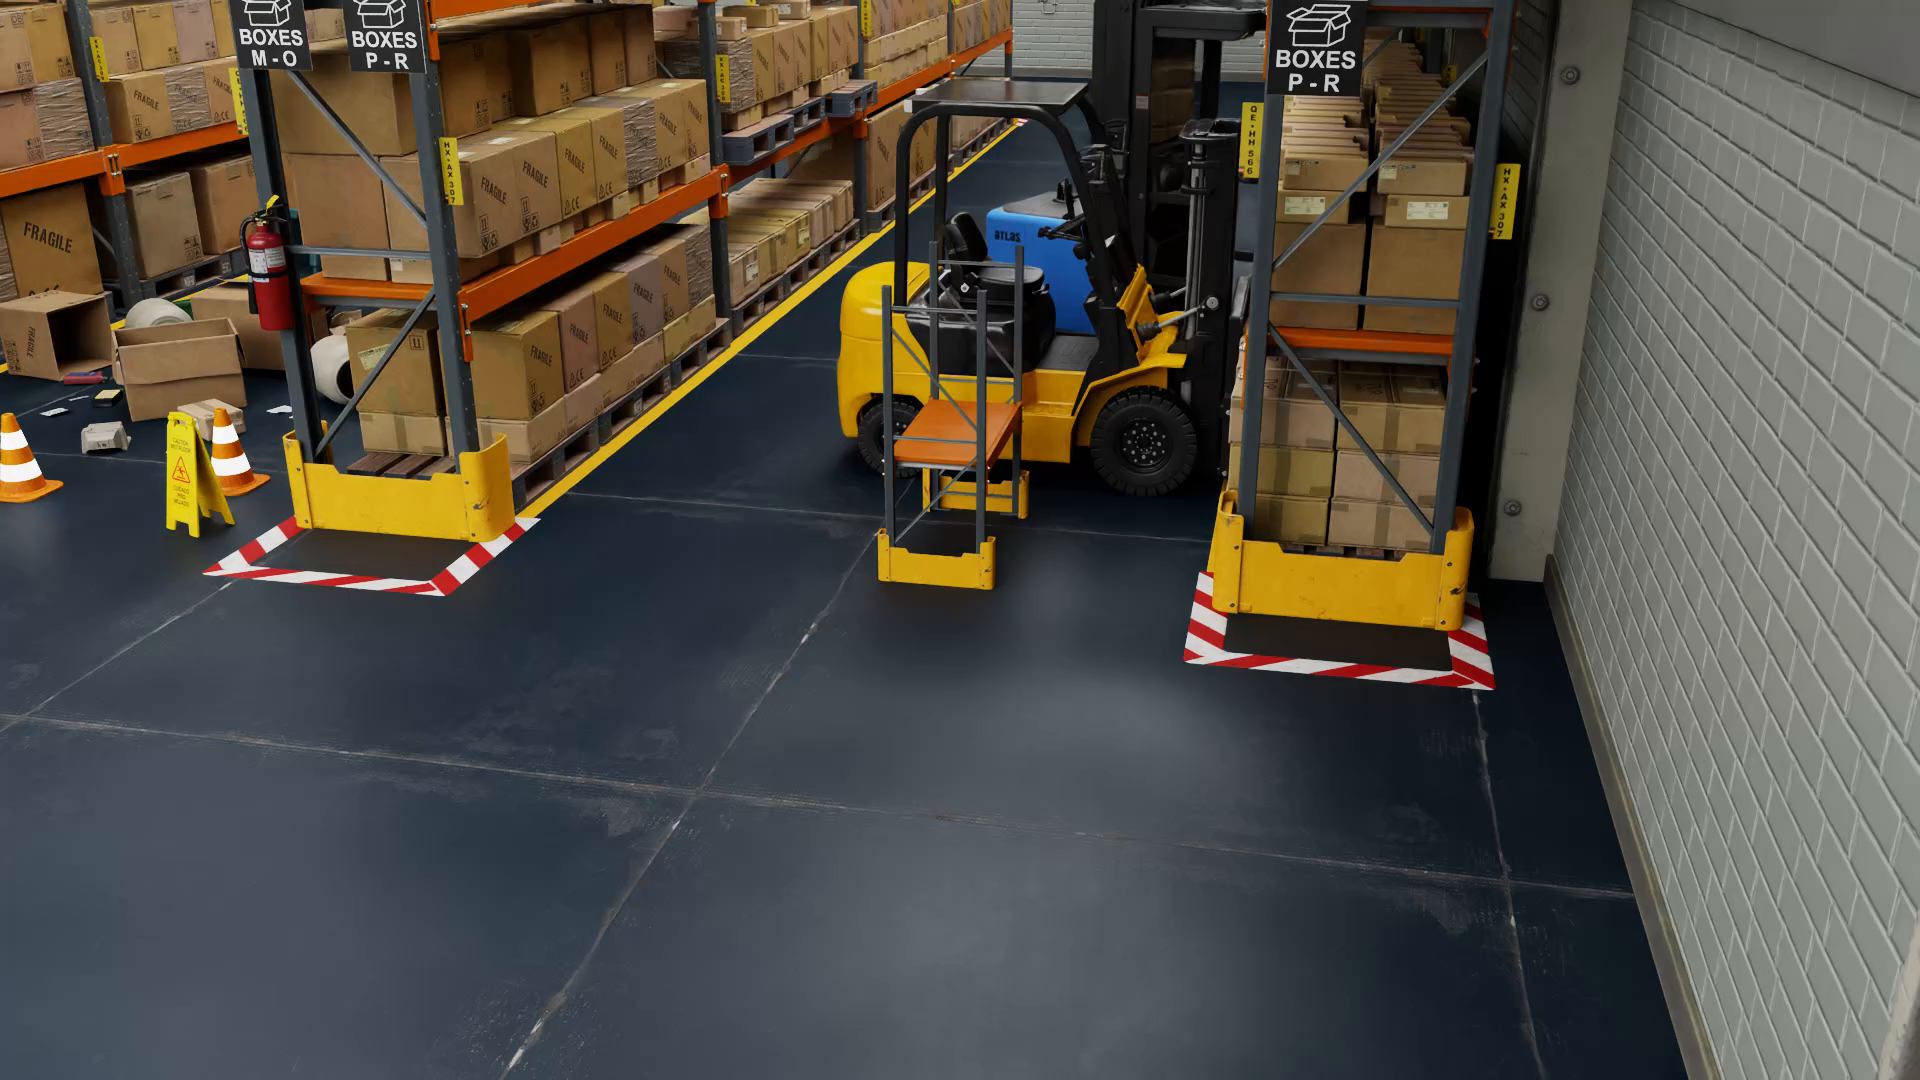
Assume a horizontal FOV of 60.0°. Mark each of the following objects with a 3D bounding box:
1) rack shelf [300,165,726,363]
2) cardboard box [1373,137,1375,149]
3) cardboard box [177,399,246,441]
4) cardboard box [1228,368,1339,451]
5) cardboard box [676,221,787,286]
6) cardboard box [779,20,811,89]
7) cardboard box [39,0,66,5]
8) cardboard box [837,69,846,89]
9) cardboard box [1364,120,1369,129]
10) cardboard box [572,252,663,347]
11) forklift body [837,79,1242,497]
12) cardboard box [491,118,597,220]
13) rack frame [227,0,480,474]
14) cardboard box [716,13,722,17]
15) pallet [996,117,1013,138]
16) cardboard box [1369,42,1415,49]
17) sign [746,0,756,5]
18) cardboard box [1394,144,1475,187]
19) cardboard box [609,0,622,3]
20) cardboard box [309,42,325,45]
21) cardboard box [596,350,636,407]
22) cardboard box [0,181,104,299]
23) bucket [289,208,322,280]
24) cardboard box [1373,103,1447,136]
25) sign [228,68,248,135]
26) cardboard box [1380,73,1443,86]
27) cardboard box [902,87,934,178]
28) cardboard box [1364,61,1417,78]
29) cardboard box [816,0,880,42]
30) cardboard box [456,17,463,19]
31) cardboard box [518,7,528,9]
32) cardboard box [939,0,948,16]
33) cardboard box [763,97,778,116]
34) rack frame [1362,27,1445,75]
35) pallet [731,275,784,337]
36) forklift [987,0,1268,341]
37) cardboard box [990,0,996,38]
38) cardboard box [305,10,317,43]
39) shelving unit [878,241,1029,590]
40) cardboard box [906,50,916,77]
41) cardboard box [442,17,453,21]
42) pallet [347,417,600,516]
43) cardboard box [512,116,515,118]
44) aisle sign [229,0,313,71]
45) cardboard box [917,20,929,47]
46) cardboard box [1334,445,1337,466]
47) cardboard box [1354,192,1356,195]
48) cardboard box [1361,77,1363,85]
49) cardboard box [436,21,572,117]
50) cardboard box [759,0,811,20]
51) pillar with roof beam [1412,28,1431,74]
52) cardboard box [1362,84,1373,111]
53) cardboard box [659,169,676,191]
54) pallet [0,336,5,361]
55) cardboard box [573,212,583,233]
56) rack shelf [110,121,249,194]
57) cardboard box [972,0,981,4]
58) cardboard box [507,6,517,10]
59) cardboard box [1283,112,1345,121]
[{"bbox_3d":[-2.630,-1.851,10.398,1.077,0.370,4.000,4,22,11],"label":"rack shelf"},{"bbox_3d":[2.565,-2.277,9.490,0.380,0.149,0.250,4,22,10],"label":"cardboard box"},{"bbox_3d":[-4.749,-0.764,10.552,0.380,0.149,0.250,18,28,38],"label":"cardboard box"},{"bbox_3d":[1.610,-0.652,8.237,0.500,0.250,0.500,5,23,13],"label":"cardboard box"},{"bbox_3d":[-1.974,-2.347,13.622,0.950,0.372,0.625,6,23,14],"label":"cardboard box"},{"bbox_3d":[-1.535,-3.997,13.668,0.500,0.500,0.500,4,22,9],"label":"cardboard box"},{"bbox_3d":[-10.676,-6.396,19.244,0.797,0.503,0.637,5,23,13],"label":"cardboard box"},{"bbox_3d":[-1.234,-4.121,14.844,0.380,0.149,0.250,4,22,10],"label":"cardboard box"},{"bbox_3d":[2.811,-2.401,10.666,0.500,0.500,0.500,4,22,11],"label":"cardboard box"},{"bbox_3d":[-2.285,-1.574,10.861,0.500,0.500,0.500,6,23,14],"label":"cardboard box"},{"bbox_3d":[0.423,-1.515,9.737,2.313,2.155,1.214,4,22,11],"label":"forklift body"},{"bbox_3d":[-2.465,-2.166,9.685,0.500,0.500,0.500,4,22,10],"label":"cardboard box"},{"bbox_3d":[-3.038,-1.454,8.447,1.000,3.000,0.127,4,22,11],"label":"rack frame"},{"bbox_3d":[-1.926,-4.226,14.237,0.500,0.500,0.500,5,22,12],"label":"cardboard box"},{"bbox_3d":[0.140,-5.713,22.757,1.003,0.211,1.213,4,22,11],"label":"pallet"},{"bbox_3d":[3.642,-4.111,14.044,0.380,0.149,0.250,5,22,12],"label":"cardboard box"},{"bbox_3d":[-1.950,-4.957,15.598,0.100,0.325,0.005,4,22,11],"label":"sign"},{"bbox_3d":[2.215,-1.761,7.810,0.380,0.149,0.250,5,23,13],"label":"cardboard box"},{"bbox_3d":[-4.796,-7.090,21.911,0.500,0.500,0.500,6,23,14],"label":"cardboard box"},{"bbox_3d":[-6.205,-4.399,15.626,0.500,0.500,0.500,4,22,11],"label":"cardboard box"},{"bbox_3d":[-2.392,-1.033,10.523,0.500,0.250,0.500,6,23,15],"label":"cardboard box"},{"bbox_3d":[-7.285,-2.241,12.686,0.875,0.875,0.875,5,22,12],"label":"cardboard box"},{"bbox_3d":[-4.859,-2.218,12.693,0.726,0.611,0.620,13,15,29],"label":"bucket"},{"bbox_3d":[2.493,-2.329,9.220,0.380,0.149,0.250,5,22,12],"label":"cardboard box"},{"bbox_3d":[-3.578,-2.187,8.295,0.100,0.325,0.005,4,22,11],"label":"sign"},{"bbox_3d":[2.869,-2.885,10.601,0.380,0.149,0.250,5,22,11],"label":"cardboard box"},{"bbox_3d":[-0.815,-4.488,18.263,0.875,0.875,0.875,5,22,12],"label":"cardboard box"},{"bbox_3d":[3.276,-3.553,12.658,0.380,0.149,0.250,5,22,11],"label":"cardboard box"},{"bbox_3d":[-1.066,-5.051,15.908,0.500,0.500,0.500,4,22,9],"label":"cardboard box"},{"bbox_3d":[-5.665,-5.667,18.287,0.380,0.149,0.250,5,23,13],"label":"cardboard box"},{"bbox_3d":[-5.344,-6.238,19.704,0.380,0.149,0.250,5,23,13],"label":"cardboard box"},{"bbox_3d":[-0.435,-6.170,18.686,0.500,0.500,0.500,5,23,13],"label":"cardboard box"},{"bbox_3d":[-1.664,-3.464,13.213,0.380,0.149,0.250,5,22,12],"label":"cardboard box"},{"bbox_3d":[2.638,-2.539,11.144,1.000,3.000,0.127,4,22,11],"label":"rack frame"},{"bbox_3d":[-2.065,-1.908,13.308,1.003,0.211,1.213,4,22,11],"label":"pallet"},{"bbox_3d":[1.691,-2.548,11.258,3.031,2.935,1.130,14,26,30],"label":"forklift"},{"bbox_3d":[0.175,-6.784,21.548,0.500,0.500,0.500,5,22,12],"label":"cardboard box"},{"bbox_3d":[-6.476,-4.881,15.487,0.700,0.500,0.500,4,22,10],"label":"cardboard box"},{"bbox_3d":[-0.016,-0.668,8.504,0.587,1.500,1.083,4,22,11],"label":"shelving unit"},{"bbox_3d":[-0.762,-5.031,17.531,0.500,0.250,0.500,4,22,11],"label":"cardboard box"},{"bbox_3d":[-5.722,-5.709,17.991,0.380,0.149,0.250,5,23,13],"label":"cardboard box"},{"bbox_3d":[-2.822,-0.482,9.768,1.003,0.211,1.213,4,22,11],"label":"pallet"},{"bbox_3d":[-2.863,-2.407,10.282,0.500,0.500,0.500,5,22,12],"label":"cardboard box"},{"bbox_3d":[-3.335,-2.659,7.960,0.394,0.787,0.004,4,22,11],"label":"aisle sign"},{"bbox_3d":[-0.636,-5.451,17.906,0.500,0.250,0.500,5,22,12],"label":"cardboard box"},{"bbox_3d":[2.212,-0.568,8.698,0.500,0.250,0.500,4,22,10],"label":"cardboard box"},{"bbox_3d":[1.816,-1.848,8.424,0.380,0.149,0.250,4,22,11],"label":"cardboard box"},{"bbox_3d":[2.335,-2.827,10.457,0.380,0.149,0.250,5,22,12],"label":"cardboard box"},{"bbox_3d":[-2.796,-2.856,10.059,0.700,0.500,0.500,4,22,11],"label":"cardboard box"},{"bbox_3d":[-1.464,-4.440,13.899,0.380,0.149,0.250,3,22,8],"label":"cardboard box"},{"bbox_3d":[1.080,-8.762,18.564,9.100,9.000,0.400,4,22,11],"label":"pillar with roof beam"},{"bbox_3d":[2.920,-2.999,11.282,0.380,0.149,0.250,4,22,10],"label":"cardboard box"},{"bbox_3d":[-2.163,-2.478,11.327,0.380,0.149,0.250,5,22,11],"label":"cardboard box"},{"bbox_3d":[-7.567,-1.244,11.659,1.003,0.211,1.213,4,22,11],"label":"pallet"},{"bbox_3d":[-2.483,-1.917,9.936,0.380,0.149,0.250,5,23,13],"label":"cardboard box"},{"bbox_3d":[-6.681,-3.655,14.876,1.077,0.370,4.000,4,22,11],"label":"rack shelf"},{"bbox_3d":[-0.031,-6.879,20.446,0.500,0.500,0.500,5,22,12],"label":"cardboard box"},{"bbox_3d":[-5.401,-6.277,19.401,0.380,0.149,0.250,4,22,9],"label":"cardboard box"},{"bbox_3d":[1.851,-2.183,8.859,0.380,0.149,0.250,5,22,12],"label":"cardboard box"}]
